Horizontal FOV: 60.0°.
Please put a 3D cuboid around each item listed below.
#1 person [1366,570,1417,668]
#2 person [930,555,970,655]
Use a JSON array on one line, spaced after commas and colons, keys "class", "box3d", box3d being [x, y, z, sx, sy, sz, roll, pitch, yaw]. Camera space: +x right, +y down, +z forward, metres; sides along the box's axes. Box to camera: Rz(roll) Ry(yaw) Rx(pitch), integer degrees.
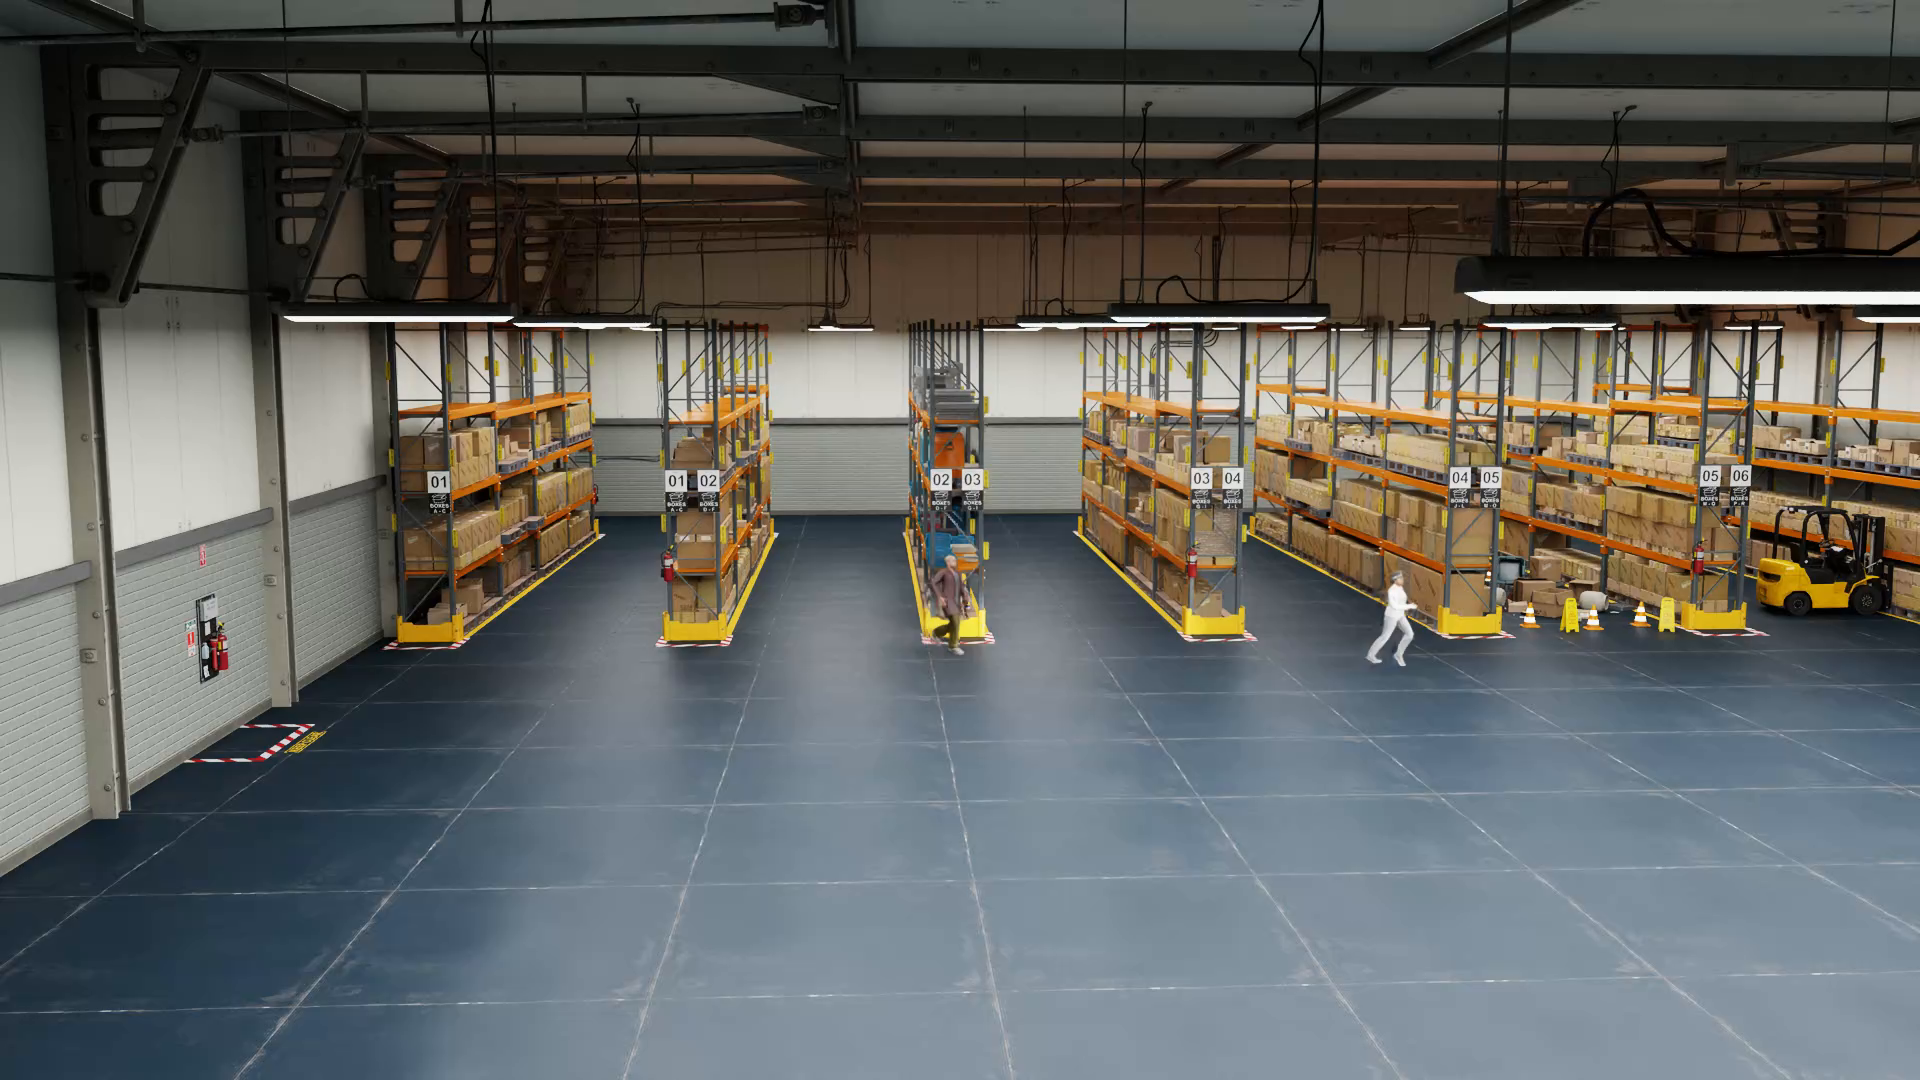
[{"class": "person", "box3d": [7.489, 1.347, 28.691, 0.852, 1.705, 0.622, 5, 9, 37]}, {"class": "person", "box3d": [-0.166, 1.161, 30.127, 0.796, 1.756, 0.768, 6, 9, 38]}]
